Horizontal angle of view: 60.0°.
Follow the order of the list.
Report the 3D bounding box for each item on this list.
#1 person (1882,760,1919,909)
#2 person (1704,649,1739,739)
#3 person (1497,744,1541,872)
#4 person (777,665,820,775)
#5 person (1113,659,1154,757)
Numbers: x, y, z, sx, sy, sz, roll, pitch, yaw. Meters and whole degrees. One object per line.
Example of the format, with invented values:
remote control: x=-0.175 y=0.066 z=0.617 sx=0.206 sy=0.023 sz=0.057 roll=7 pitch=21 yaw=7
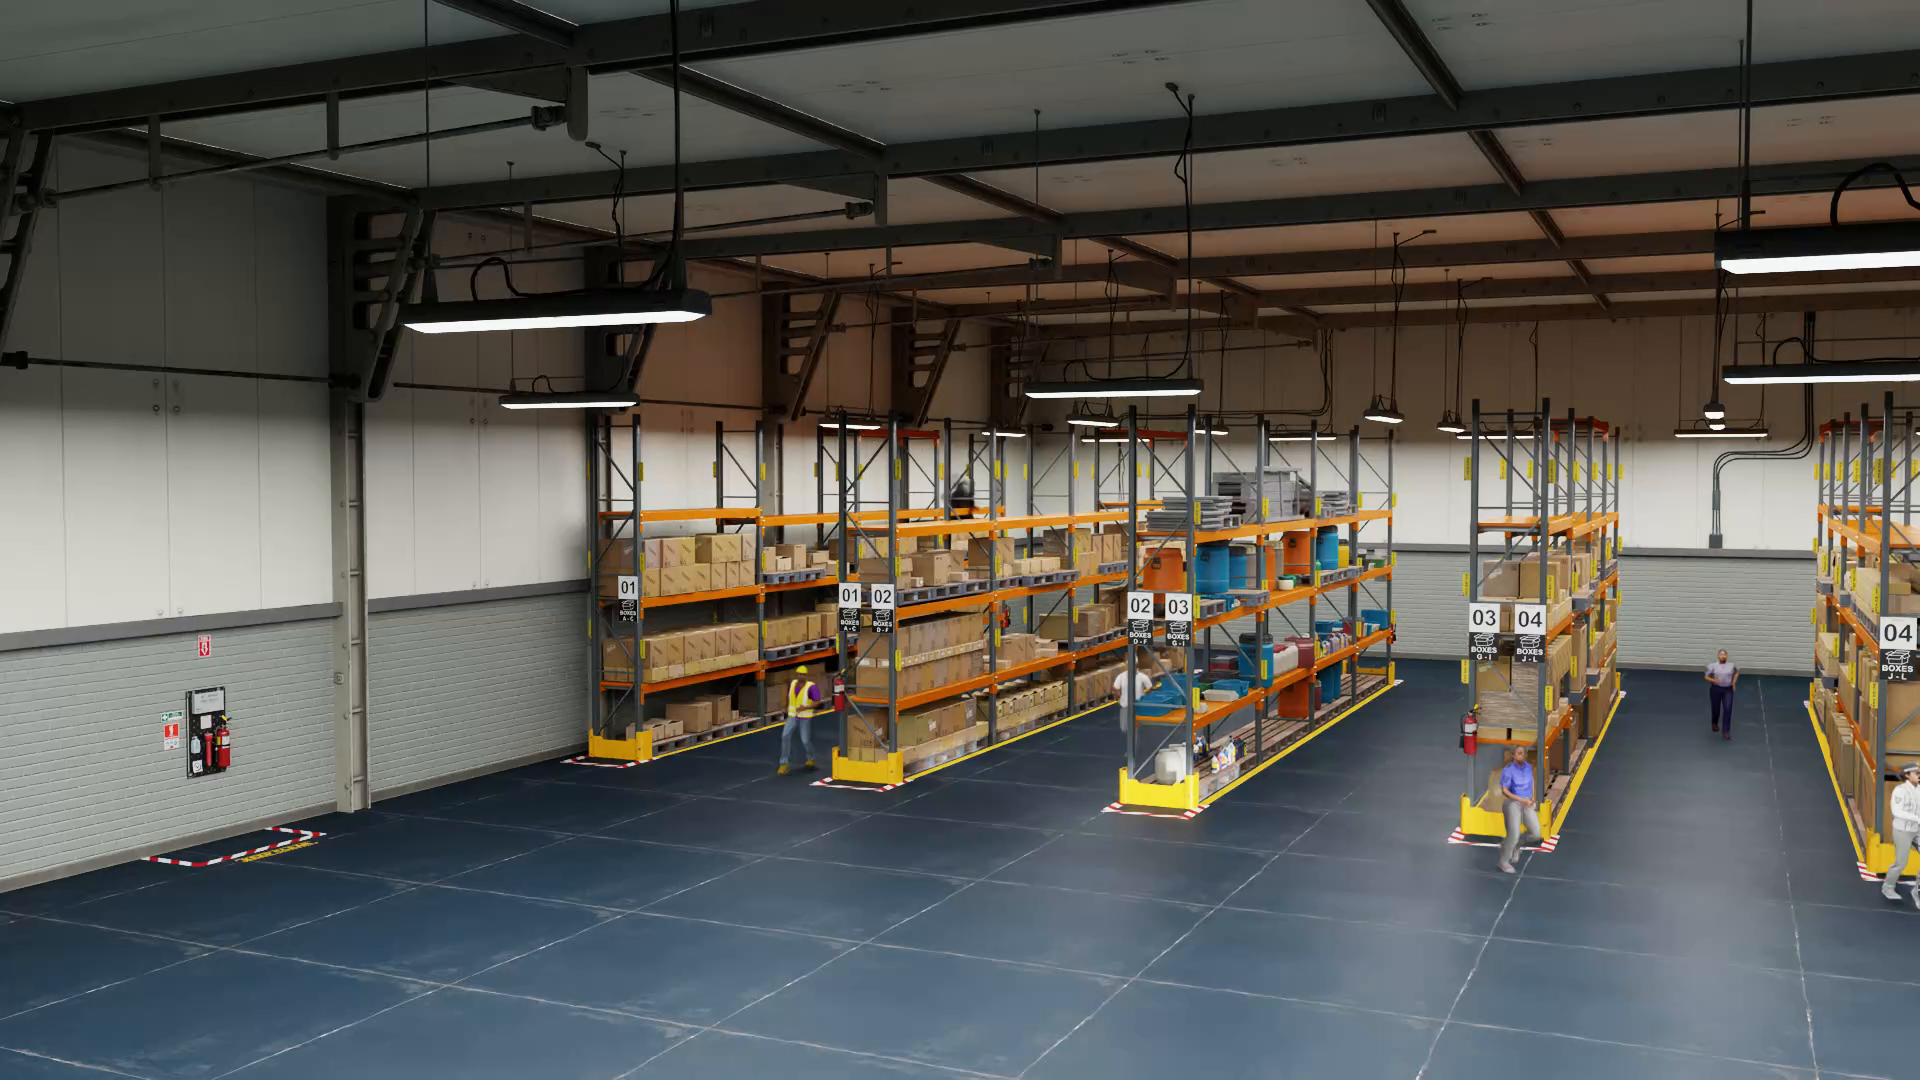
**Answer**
person: x=10.949 y=3.389 z=19.108 sx=0.624 sy=1.740 sz=0.707 roll=-1 pitch=2 yaw=-13
person: x=14.324 y=2.870 z=31.262 sx=0.612 sy=1.634 sz=0.894 roll=1 pitch=2 yaw=17
person: x=6.996 y=3.352 z=20.699 sx=0.605 sy=1.598 sz=0.665 roll=-1 pitch=2 yaw=-20
person: x=-2.660 y=2.988 z=27.748 sx=0.703 sy=1.798 sz=0.853 roll=1 pitch=2 yaw=19
person: x=3.041 y=2.925 z=29.334 sx=0.708 sy=1.732 sz=0.733 roll=1 pitch=2 yaw=20
